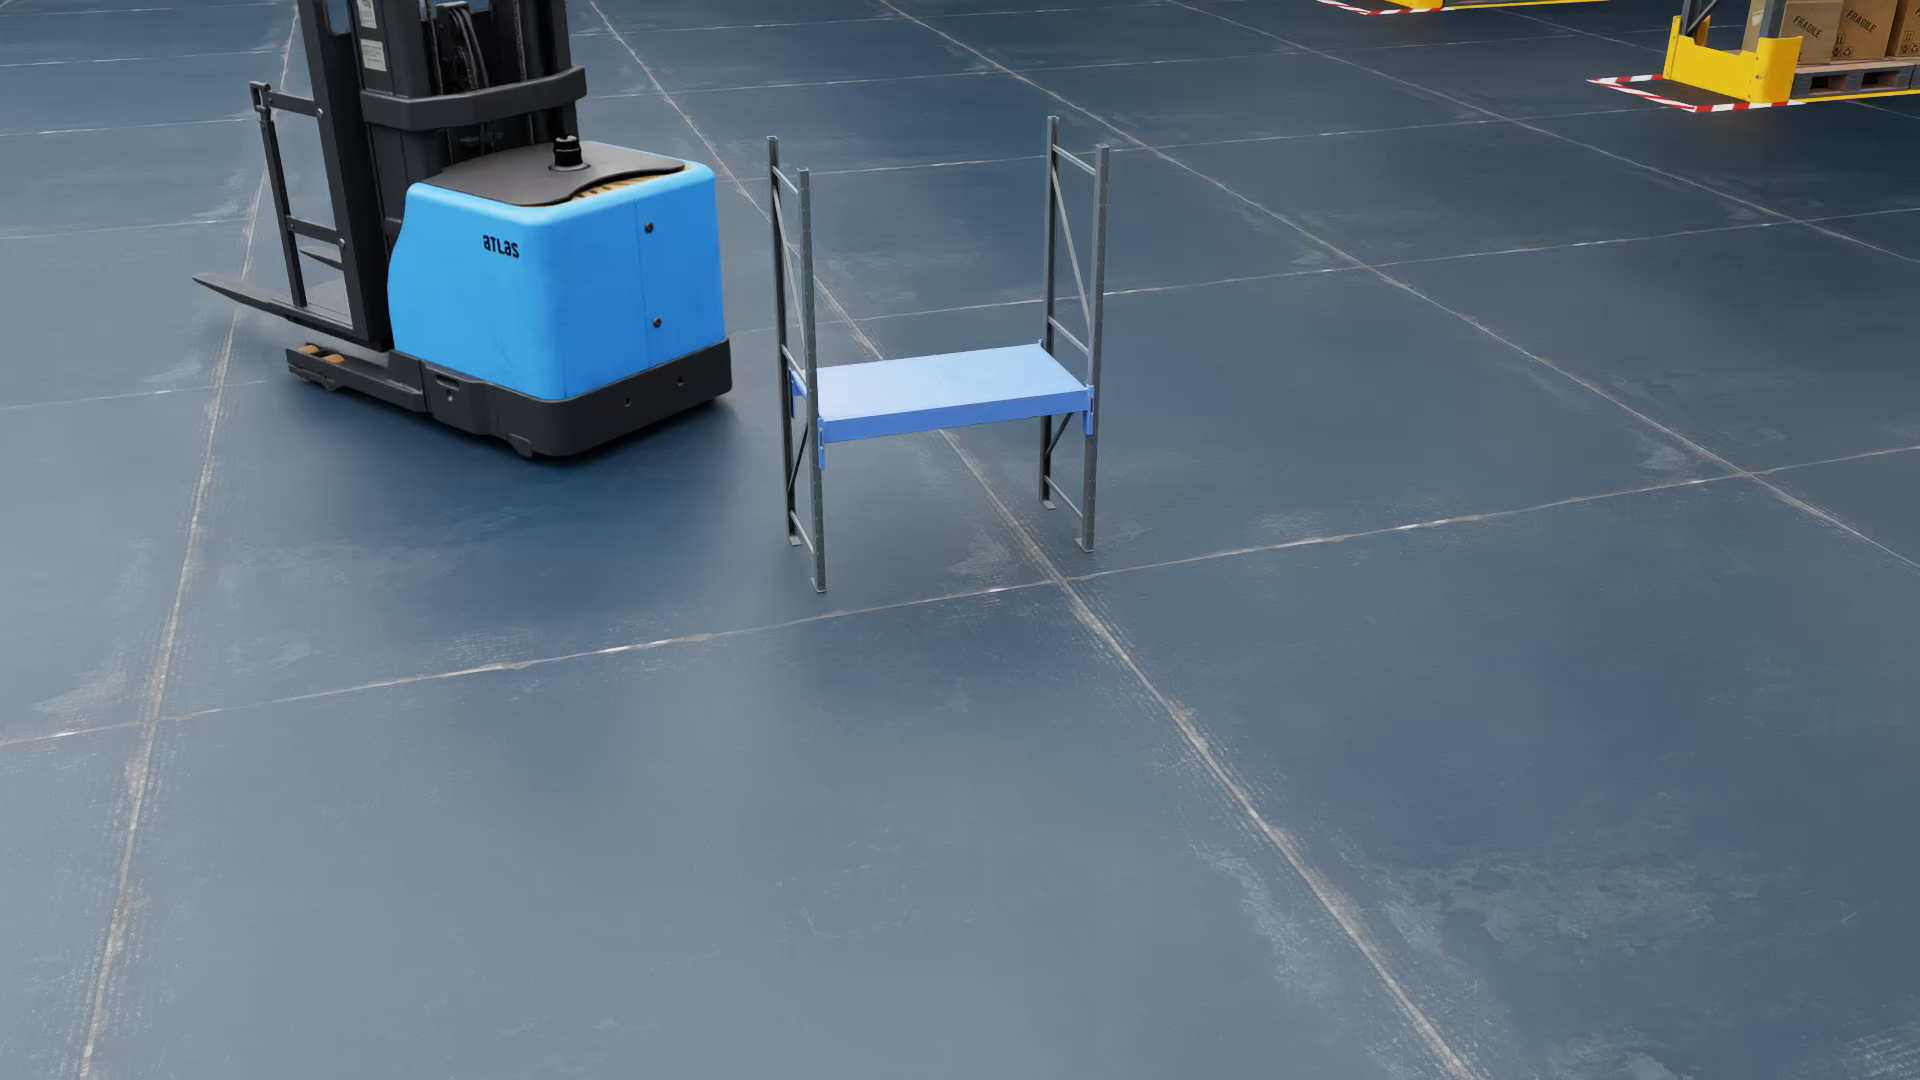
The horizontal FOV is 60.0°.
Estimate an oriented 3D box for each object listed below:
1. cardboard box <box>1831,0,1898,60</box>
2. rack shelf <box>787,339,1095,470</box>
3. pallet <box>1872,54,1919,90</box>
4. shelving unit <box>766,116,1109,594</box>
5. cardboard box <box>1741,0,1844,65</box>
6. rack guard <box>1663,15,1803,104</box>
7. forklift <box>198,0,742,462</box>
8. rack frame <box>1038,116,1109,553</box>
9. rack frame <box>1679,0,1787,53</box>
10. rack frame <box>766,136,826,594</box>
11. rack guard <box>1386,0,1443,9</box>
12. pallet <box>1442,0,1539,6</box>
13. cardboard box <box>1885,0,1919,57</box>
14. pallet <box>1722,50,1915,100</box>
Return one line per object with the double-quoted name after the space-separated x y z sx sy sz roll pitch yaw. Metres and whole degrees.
7.416 -4.319 13.915 0.500 0.500 0.500 -1 26 -3 "cardboard box"
-0.081 -0.499 5.973 1.000 0.185 0.538 -8 28 -16 "rack shelf"
8.273 -4.100 14.271 1.213 0.211 1.003 -8 28 -16 "pallet"
-0.081 -0.660 5.893 1.048 1.500 0.538 -8 28 -16 "shelving unit"
6.858 -4.222 13.720 0.500 0.500 0.500 -3 27 -7 "cardboard box"
6.332 -3.966 13.676 0.348 0.500 1.175 -8 28 -16 "rack guard"
-2.454 -2.147 7.279 3.031 2.935 1.130 19 32 33 "forklift"
0.402 -0.730 6.034 0.032 1.500 0.500 -8 28 -16 "rack frame"
6.259 -5.075 13.099 0.127 3.000 1.000 -8 28 -16 "rack frame"
-0.564 -0.590 5.752 0.032 1.500 0.500 -8 28 -16 "rack frame"
4.783 -6.080 17.934 0.348 0.500 1.175 -8 28 -16 "rack guard"
5.557 -6.060 18.219 1.213 0.211 1.003 -8 28 -16 "pallet"
8.017 -4.397 14.073 0.500 0.500 0.500 -6 27 -11 "cardboard box"
7.115 -3.933 13.935 1.213 0.211 1.003 -8 28 -16 "pallet"
